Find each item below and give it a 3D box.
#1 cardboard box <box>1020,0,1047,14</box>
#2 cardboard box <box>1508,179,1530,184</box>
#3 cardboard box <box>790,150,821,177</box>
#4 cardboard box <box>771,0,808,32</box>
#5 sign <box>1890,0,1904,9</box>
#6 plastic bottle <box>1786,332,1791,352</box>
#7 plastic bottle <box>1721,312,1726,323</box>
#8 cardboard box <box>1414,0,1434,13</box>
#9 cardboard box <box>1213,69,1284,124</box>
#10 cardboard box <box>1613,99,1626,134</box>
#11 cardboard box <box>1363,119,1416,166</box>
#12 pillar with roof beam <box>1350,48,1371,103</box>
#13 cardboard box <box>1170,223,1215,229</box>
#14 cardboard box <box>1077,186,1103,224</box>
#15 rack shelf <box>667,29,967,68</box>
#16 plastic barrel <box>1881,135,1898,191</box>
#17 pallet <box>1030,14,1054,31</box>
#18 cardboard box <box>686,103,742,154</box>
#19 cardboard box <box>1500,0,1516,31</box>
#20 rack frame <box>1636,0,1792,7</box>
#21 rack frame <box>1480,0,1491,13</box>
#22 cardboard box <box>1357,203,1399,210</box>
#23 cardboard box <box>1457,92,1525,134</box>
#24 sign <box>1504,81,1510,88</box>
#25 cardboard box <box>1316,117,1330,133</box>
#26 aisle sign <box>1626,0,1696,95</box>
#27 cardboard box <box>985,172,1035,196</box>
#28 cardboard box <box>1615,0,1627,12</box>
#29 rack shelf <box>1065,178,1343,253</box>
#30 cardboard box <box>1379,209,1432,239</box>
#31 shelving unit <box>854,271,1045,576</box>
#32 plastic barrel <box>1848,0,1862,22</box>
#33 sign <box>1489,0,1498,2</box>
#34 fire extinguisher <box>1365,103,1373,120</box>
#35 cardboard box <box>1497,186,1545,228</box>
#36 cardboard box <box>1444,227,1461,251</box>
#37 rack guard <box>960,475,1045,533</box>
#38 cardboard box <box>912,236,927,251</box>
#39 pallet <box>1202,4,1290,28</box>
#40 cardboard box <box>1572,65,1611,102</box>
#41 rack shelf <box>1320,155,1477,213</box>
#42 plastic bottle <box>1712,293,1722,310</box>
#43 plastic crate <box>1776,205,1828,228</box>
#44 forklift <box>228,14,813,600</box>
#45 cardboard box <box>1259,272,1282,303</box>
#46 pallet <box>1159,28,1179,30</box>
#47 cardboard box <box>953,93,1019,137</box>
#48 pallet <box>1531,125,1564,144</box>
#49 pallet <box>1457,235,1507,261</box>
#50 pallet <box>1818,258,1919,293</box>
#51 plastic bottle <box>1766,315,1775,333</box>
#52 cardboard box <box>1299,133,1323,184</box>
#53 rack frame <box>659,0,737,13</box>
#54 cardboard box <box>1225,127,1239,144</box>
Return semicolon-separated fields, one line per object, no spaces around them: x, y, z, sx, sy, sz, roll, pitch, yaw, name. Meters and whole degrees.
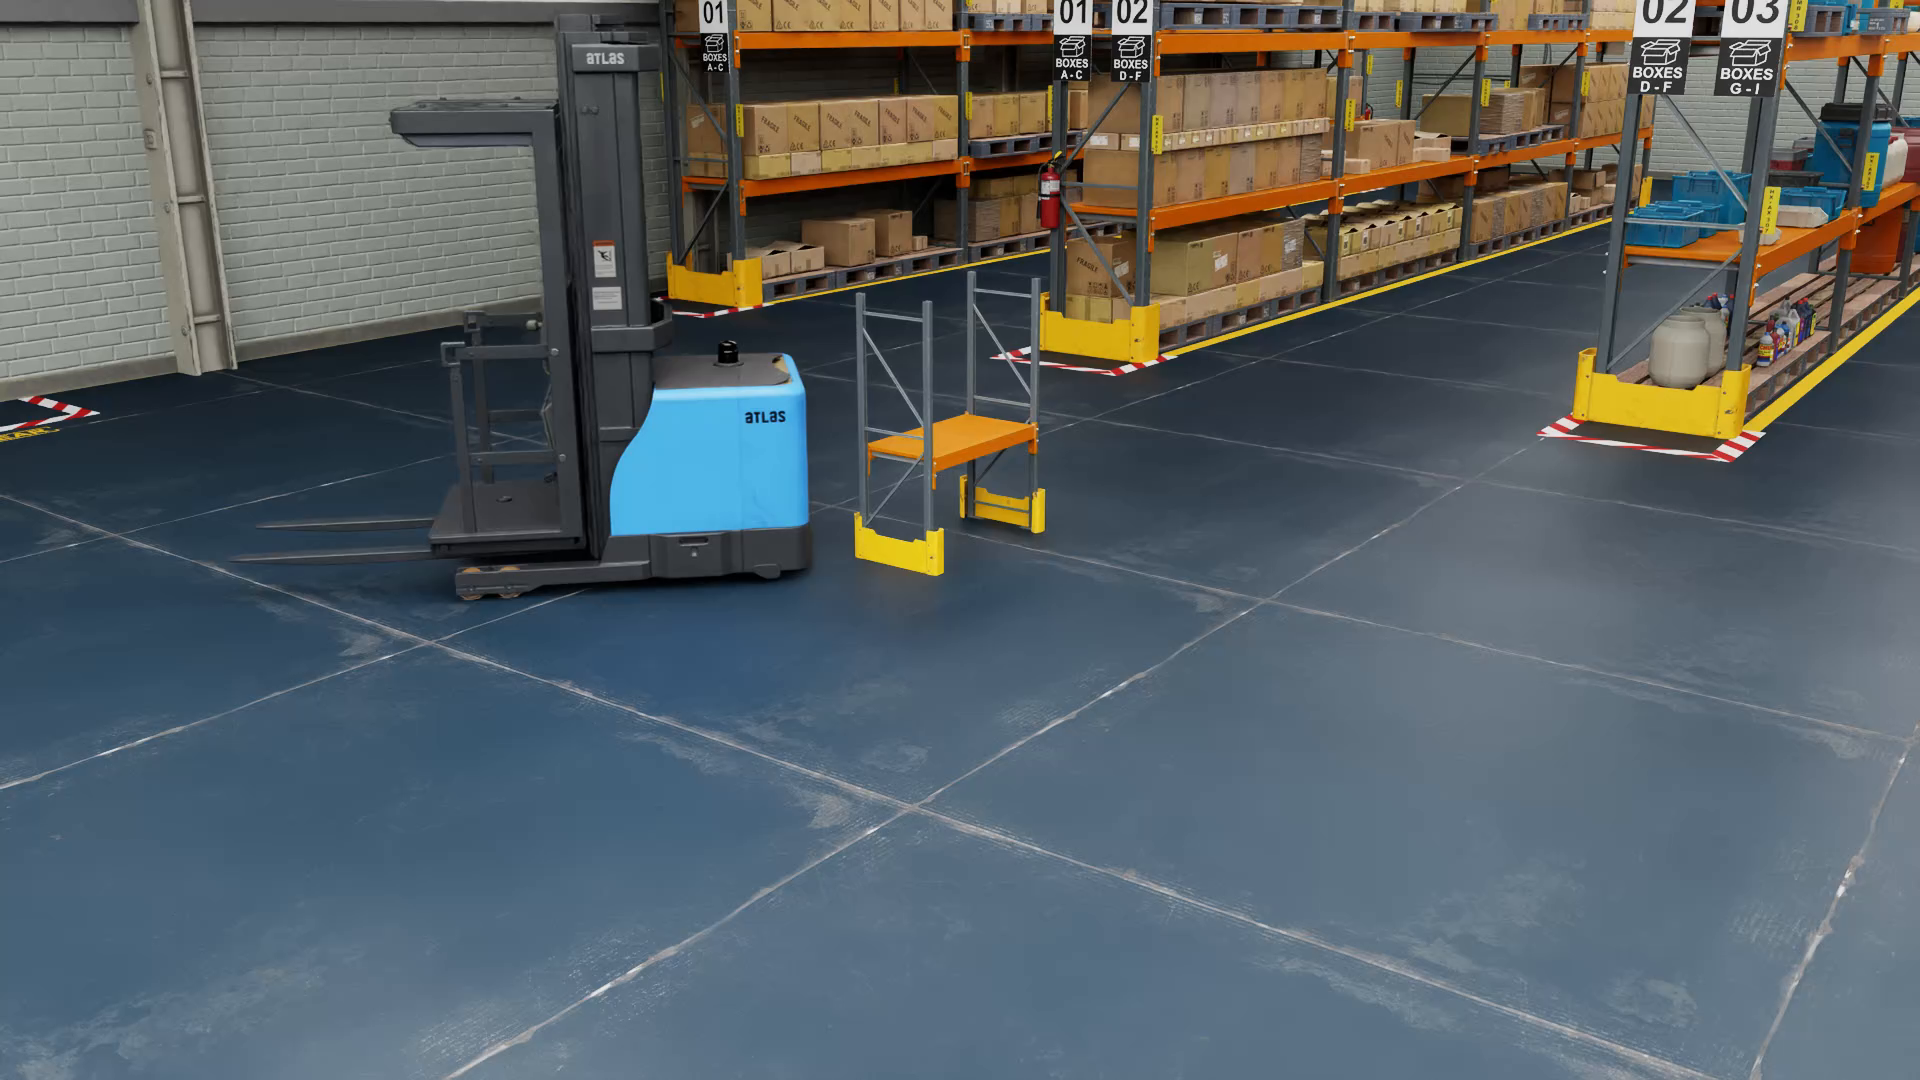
0.789;-7.069;21.516;0.500;0.500;0.500;12;21;33;cardboard box
7.928;-4.954;24.111;0.500;0.500;0.500;11;21;32;cardboard box
-1.875;-4.150;18.270;0.500;0.250;0.500;12;21;33;cardboard box
-1.970;-5.673;17.694;0.500;0.500;0.500;14;22;38;cardboard box
8.056;-4.565;14.313;0.100;0.325;0.005;12;21;35;sign
7.013;-1.704;14.149;0.097;0.201;0.097;0;17;0;plastic bottle
6.575;-1.852;14.501;0.152;0.276;0.135;12;21;35;plastic bottle
5.155;-6.238;19.261;0.500;0.250;0.500;12;21;34;cardboard box
2.787;-4.425;16.579;0.700;0.500;0.500;12;21;35;cardboard box
9.838;-6.493;25.427;0.500;0.500;0.500;12;21;34;cardboard box
5.042;-4.702;19.659;0.500;0.500;0.500;11;20;32;cardboard box
11.186;-10.737;29.146;9.100;9.000;0.400;12;21;35;pillar with roof beam
2.225;-2.937;16.807;0.500;0.500;0.500;12;21;35;cardboard box
1.661;-4.767;23.510;0.700;0.500;0.500;13;21;35;cardboard box
-1.527;-5.591;18.846;1.077;0.370;4.000;12;21;35;rack shelf
9.062;-3.760;16.564;0.433;0.535;0.433;0;17;0;plastic barrel
0.733;-6.697;21.511;1.213;0.211;1.003;12;21;35;pallet
-2.609;-4.472;18.041;0.500;0.500;0.500;12;21;34;cardboard box
6.565;-6.769;21.255;0.910;0.500;0.500;12;21;35;cardboard box
5.237;-5.140;11.123;1.000;3.000;0.127;12;21;35;rack frame
6.028;-7.922;20.081;1.000;3.000;0.127;12;21;35;rack frame
5.174;-4.013;20.590;0.500;0.311;0.500;12;21;33;cardboard box
7.011;-5.659;22.033;0.500;0.500;0.700;-15;23;-40;cardboard box
7.971;-6.517;24.213;0.100;0.325;0.005;12;21;35;sign
3.655;-4.359;17.461;0.380;0.149;0.250;12;21;35;cardboard box
4.956;-3.552;11.741;0.394;0.787;0.004;12;21;35;aisle sign
0.656;-4.761;22.227;0.500;0.250;0.500;12;21;33;cardboard box
9.505;-7.918;24.534;0.500;0.250;0.500;12;21;35;cardboard box
2.453;-3.284;16.475;1.077;0.370;4.000;12;21;35;rack shelf
5.306;-3.799;19.903;0.500;0.311;0.500;12;21;34;cardboard box
-0.045;-0.698;9.463;0.587;1.500;1.083;12;21;35;shelving unit
8.139;-5.215;15.577;0.600;0.901;0.600;0;17;0;plastic barrel
6.469;-6.674;20.115;0.100;0.325;0.005;12;21;35;sign
7.275;-7.576;29.842;0.296;0.674;0.183;12;21;35;fire extinguisher
7.747;-4.622;23.043;0.500;0.500;0.500;13;21;35;cardboard box
5.911;-3.776;20.773;0.500;0.250;0.500;13;21;36;cardboard box
0.251;-0.220;10.030;0.587;0.250;0.087;12;21;35;rack guard
-0.630;-3.703;20.646;0.380;0.166;0.250;9;20;28;cardboard box
2.430;-4.997;15.870;1.003;0.211;1.213;12;21;35;pallet
9.225;-6.720;24.472;0.500;0.500;0.500;12;21;33;cardboard box
4.837;-4.237;19.543;1.077;0.370;4.000;12;21;35;rack shelf
6.807;-2.054;15.025;0.144;0.351;0.185;13;22;36;plastic bottle
6.857;-2.671;13.730;0.530;0.136;0.437;12;21;35;plastic crate
-2.371;-1.253;8.835;3.031;2.935;1.130;-3;17;-9;forklift
2.952;-2.604;16.998;0.500;0.250;0.500;12;21;35;cardboard box
2.389;-7.436;23.893;1.213;0.211;1.003;14;22;37;pallet
0.334;-5.484;21.434;0.700;0.500;0.500;15;23;40;cardboard box
7.848;-5.747;23.516;1.003;0.211;1.213;12;21;35;pallet
6.503;-3.896;21.935;1.003;0.211;1.213;12;21;35;pallet
10.440;-3.044;19.191;1.003;0.211;1.213;12;21;35;pallet
6.976;-1.795;14.303;0.061;0.283;0.133;12;21;35;plastic bottle
3.386;-4.045;17.544;0.700;0.500;0.500;12;21;33;cardboard box
-2.719;-6.891;16.761;1.000;3.000;0.127;12;21;35;rack frame
2.434;-3.872;15.891;0.380;0.149;0.250;12;21;34;cardboard box
